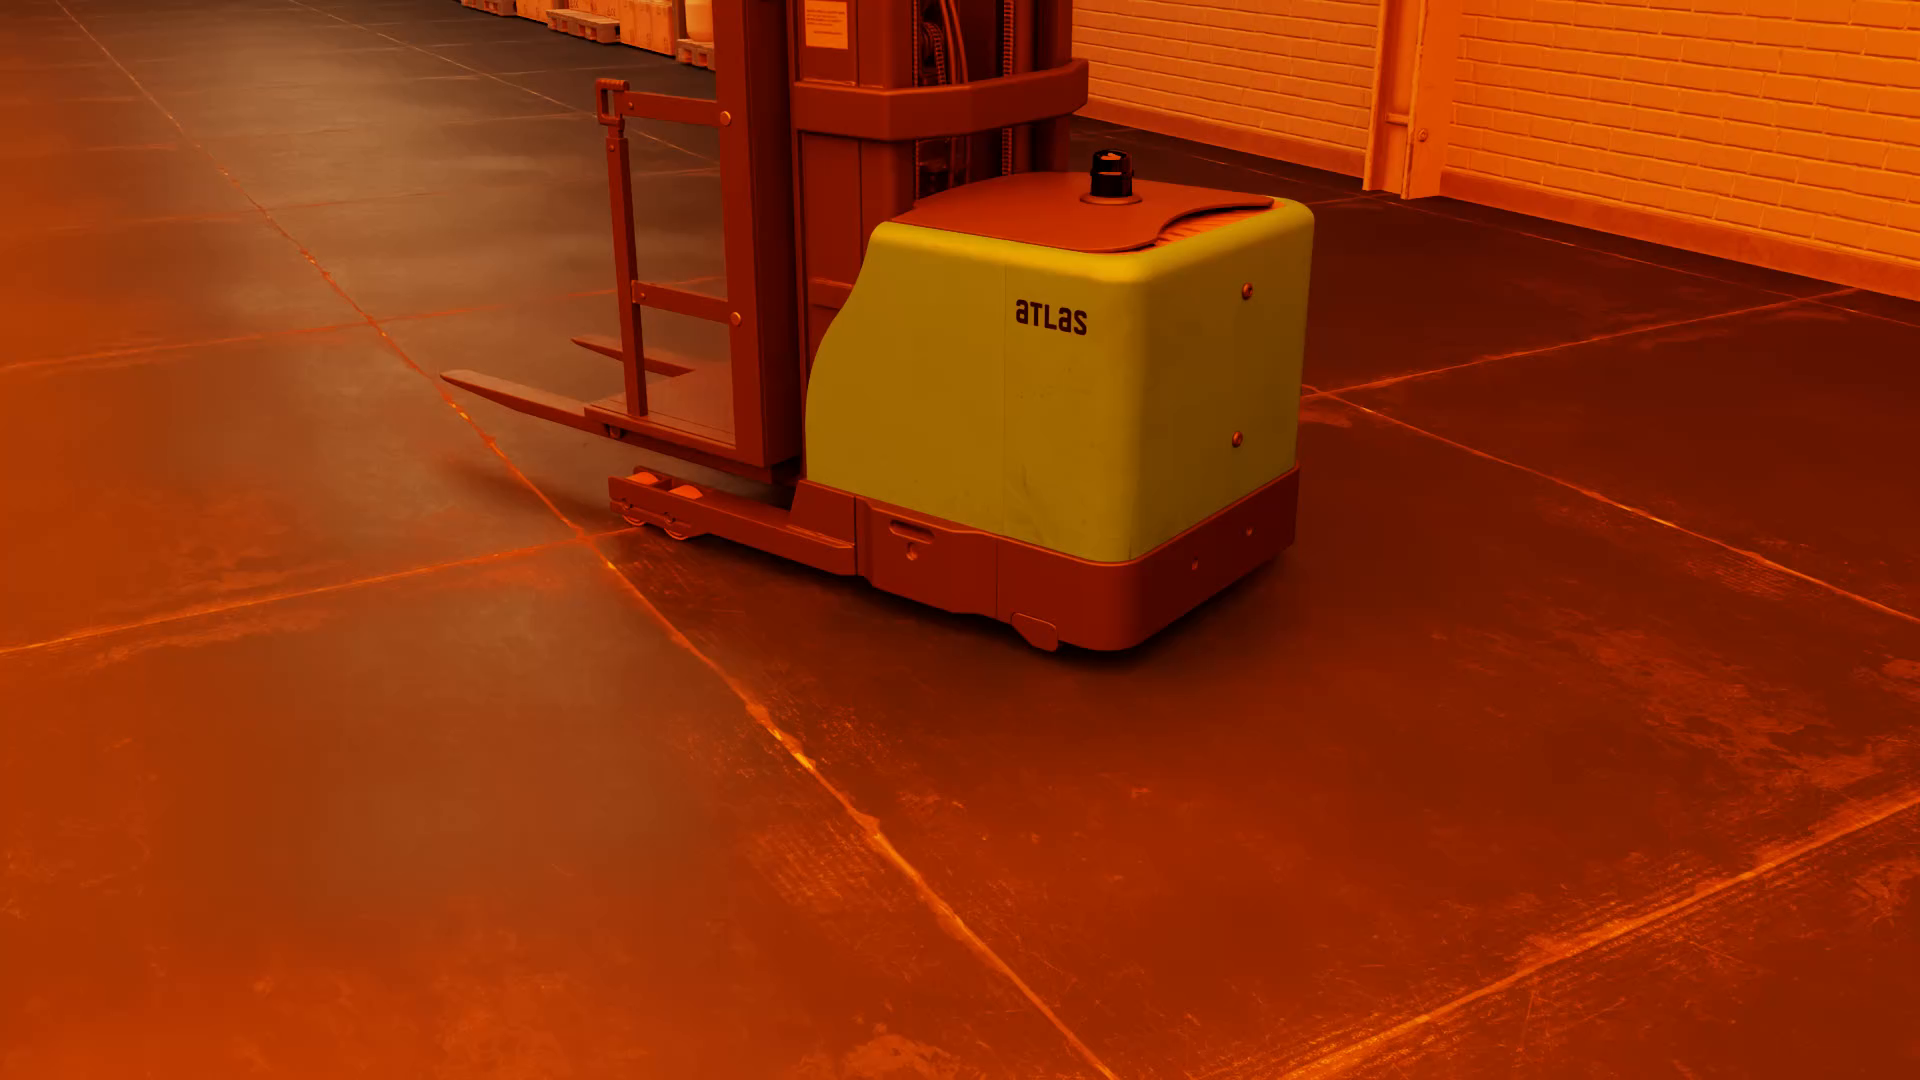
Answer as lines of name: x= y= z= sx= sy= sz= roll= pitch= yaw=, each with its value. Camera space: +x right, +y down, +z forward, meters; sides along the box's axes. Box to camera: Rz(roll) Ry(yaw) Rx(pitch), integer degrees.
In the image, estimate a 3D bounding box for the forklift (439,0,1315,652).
forklift: x=-0.481 y=-1.497 z=4.922 sx=3.031 sy=2.935 sz=1.130 roll=16 pitch=27 yaw=34
